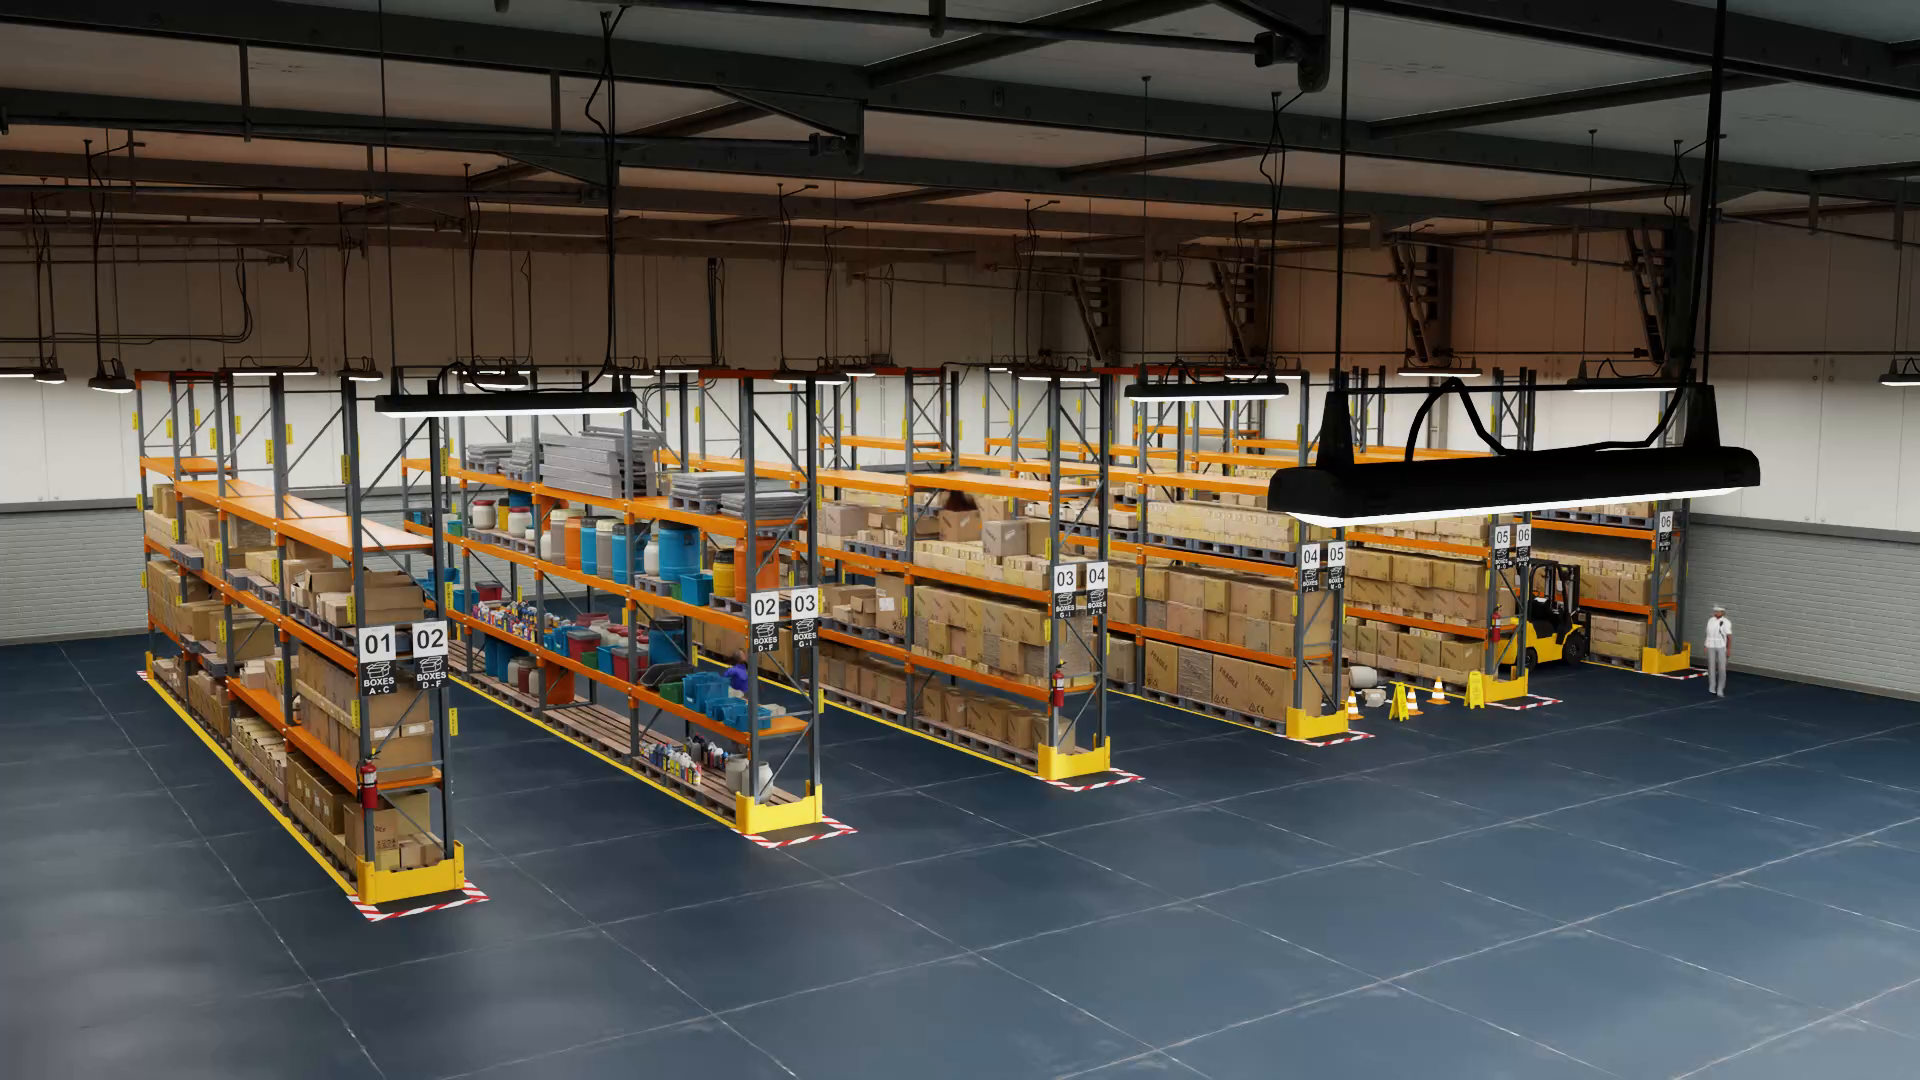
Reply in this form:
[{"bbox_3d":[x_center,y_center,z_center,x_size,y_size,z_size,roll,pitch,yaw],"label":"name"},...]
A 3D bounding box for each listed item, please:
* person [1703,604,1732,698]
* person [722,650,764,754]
[{"bbox_3d":[14.023,2.030,30.789,0.464,1.704,0.508,4,8,32],"label":"person"},{"bbox_3d":[-3.486,2.571,26.370,0.607,1.641,0.626,6,9,43],"label":"person"}]
